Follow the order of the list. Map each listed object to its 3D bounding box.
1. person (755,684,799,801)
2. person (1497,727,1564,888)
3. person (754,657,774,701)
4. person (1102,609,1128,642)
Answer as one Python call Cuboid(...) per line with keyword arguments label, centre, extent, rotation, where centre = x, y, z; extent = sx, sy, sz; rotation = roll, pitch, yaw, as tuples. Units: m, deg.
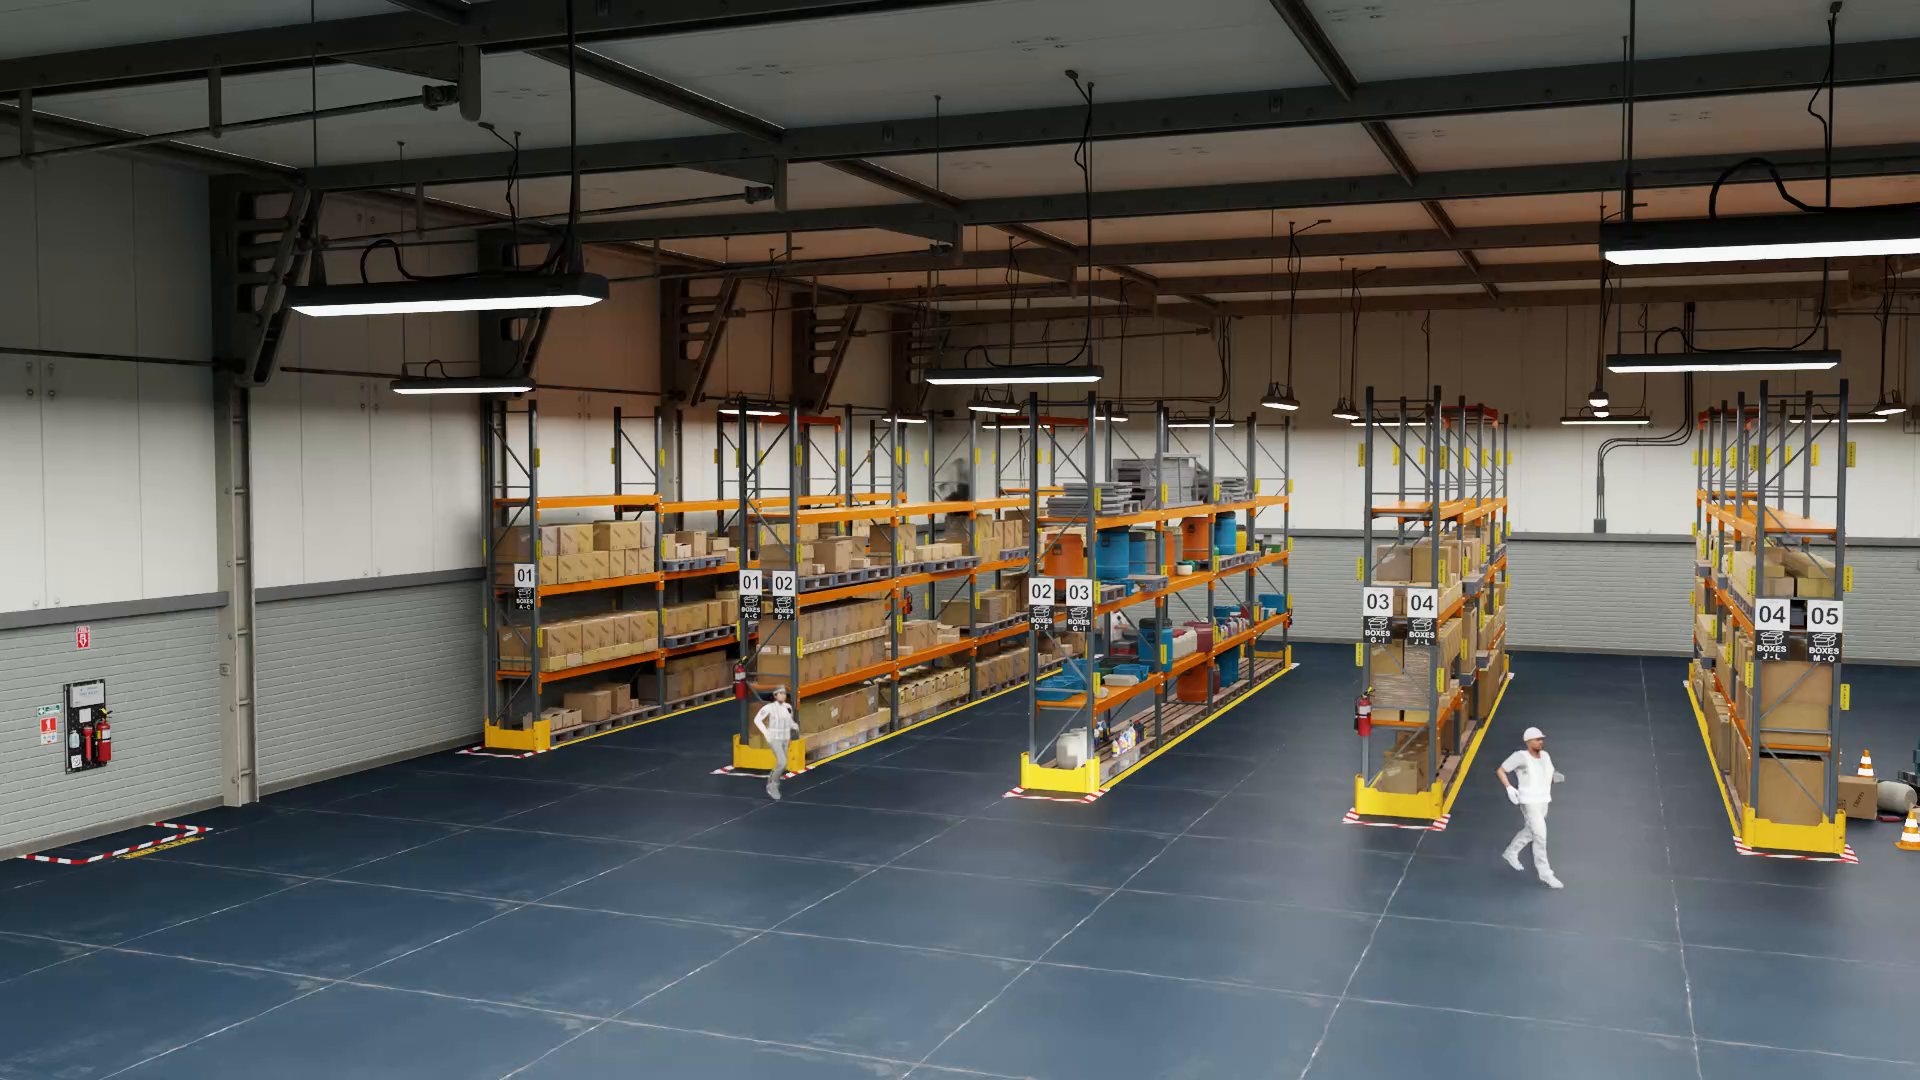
Cuboid(label="person", centre=(-2.640, 2.965, 24.383), extent=(0.668, 1.704, 0.587), rotation=(3, 4, 45))
Cuboid(label="person", centre=(6.777, 3.113, 19.651), extent=(0.675, 1.799, 0.946), rotation=(-2, 3, -34))
Cuboid(label="person", centre=(-3.674, 2.670, 31.638), extent=(0.537, 1.568, 0.506), rotation=(1, 3, 17))
Cuboid(label="person", centre=(3.519, 2.262, 37.884), extent=(0.628, 1.839, 0.831), rotation=(1, 3, 11))
